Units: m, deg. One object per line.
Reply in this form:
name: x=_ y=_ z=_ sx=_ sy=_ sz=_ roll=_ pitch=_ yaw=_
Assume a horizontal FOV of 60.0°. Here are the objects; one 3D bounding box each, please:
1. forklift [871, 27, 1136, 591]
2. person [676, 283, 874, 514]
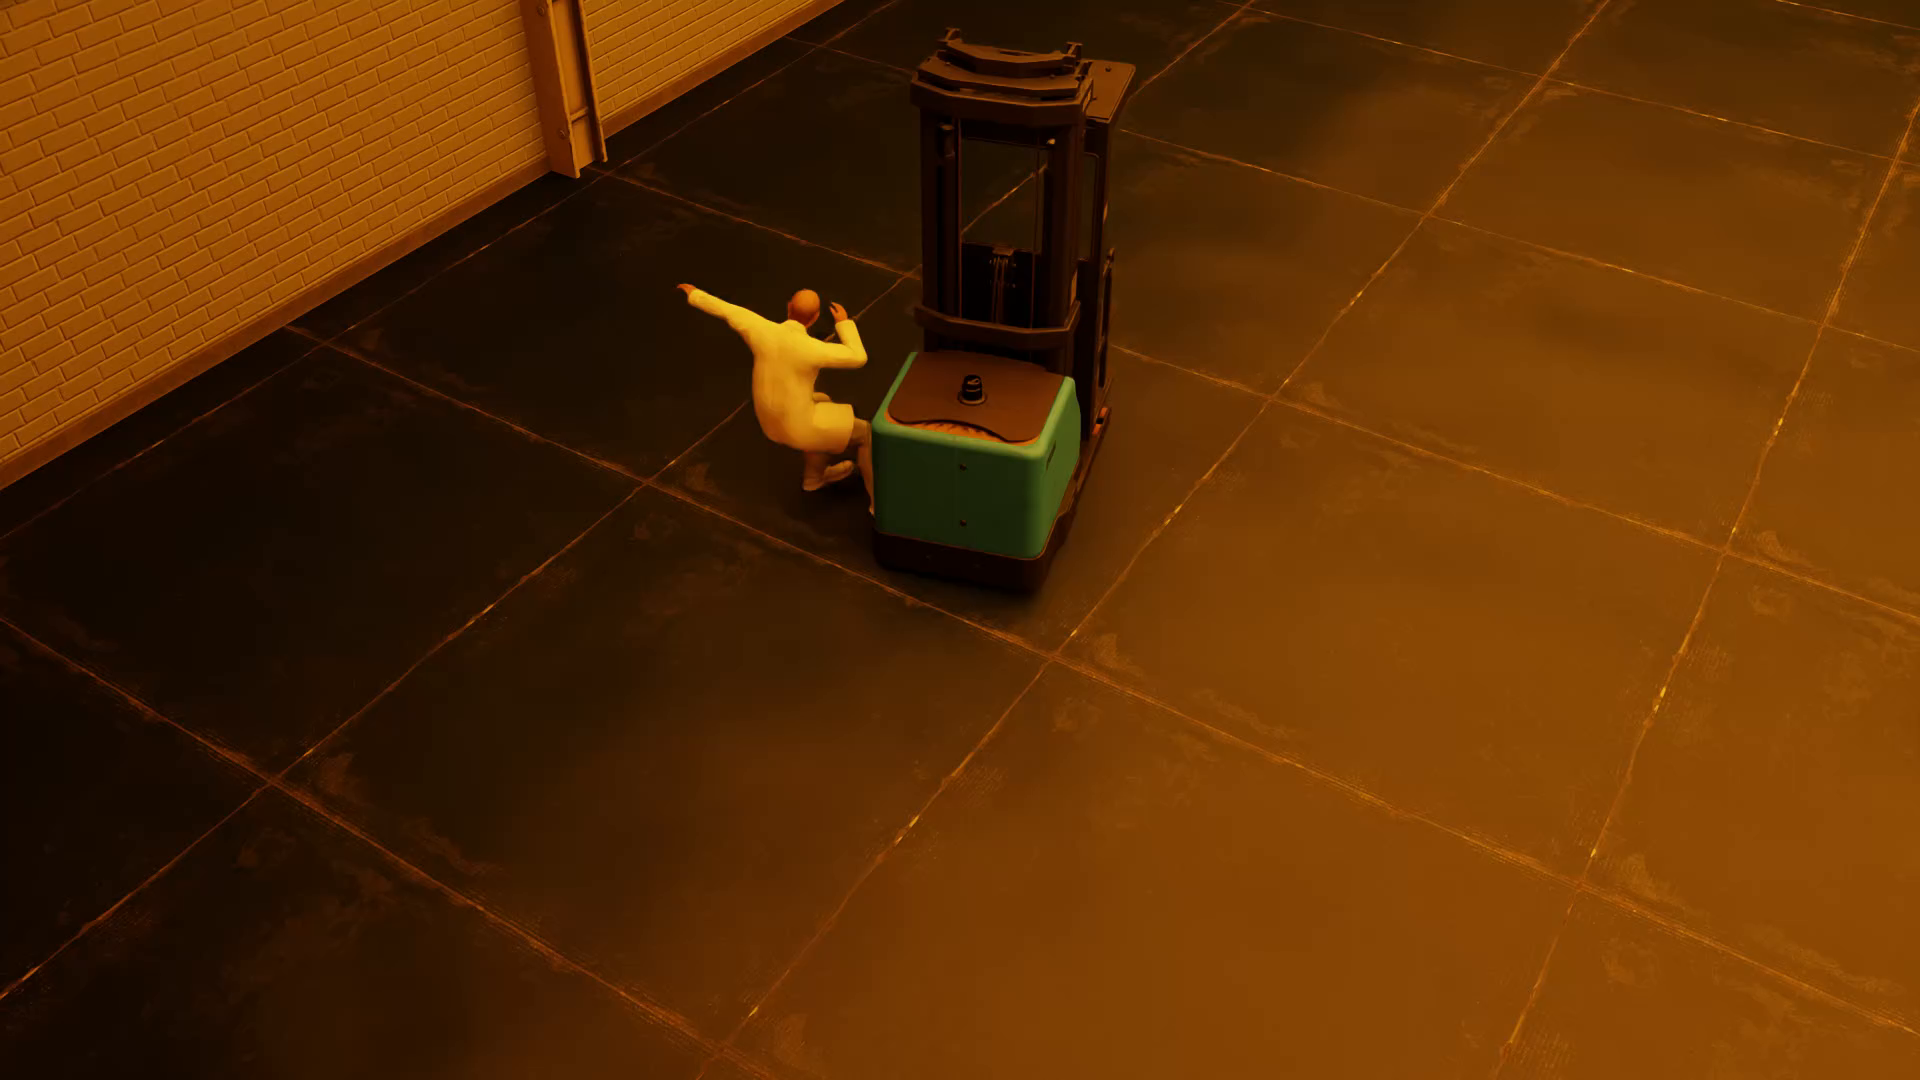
forklift: x=0.380 y=-1.783 z=10.071 sx=1.130 sy=2.935 sz=3.031 roll=11 pitch=41 yaw=12
person: x=-0.998 y=-0.921 z=10.214 sx=1.642 sy=1.462 sz=0.785 roll=21 pitch=44 yaw=22
